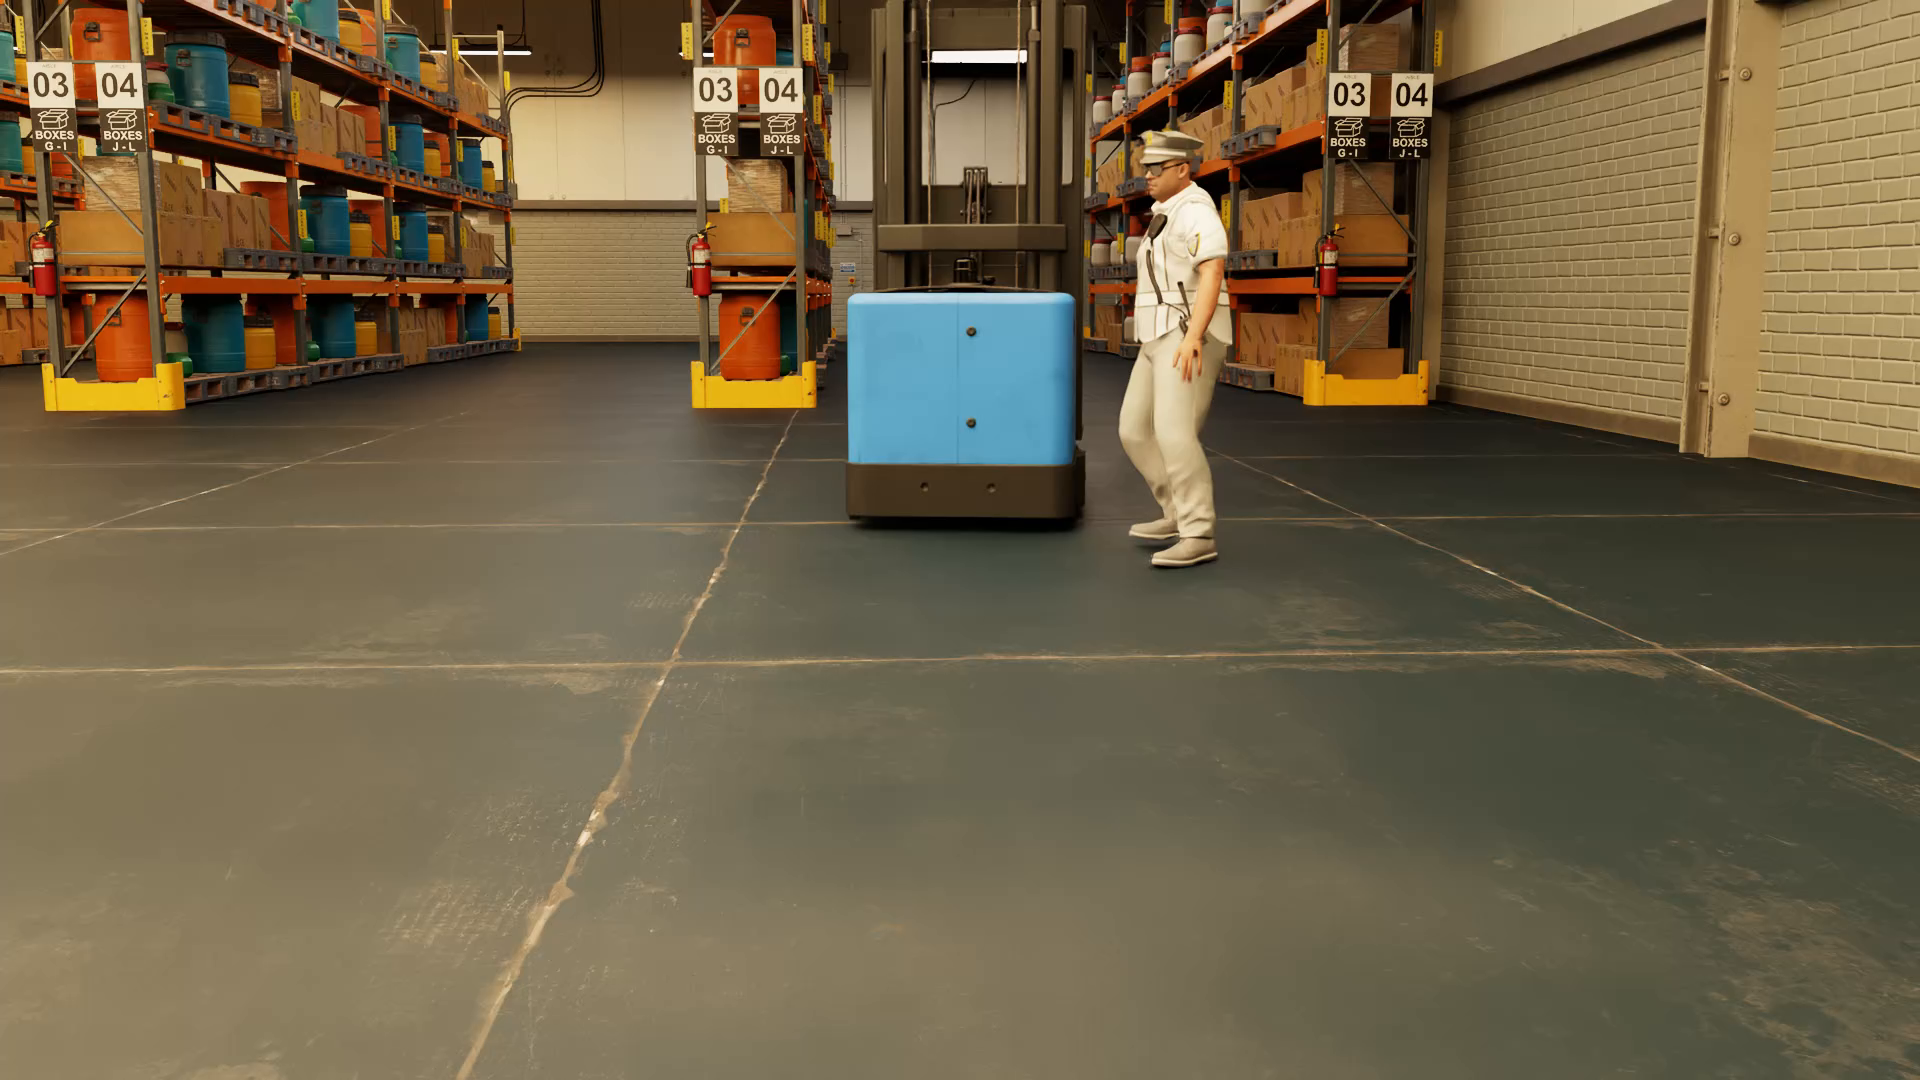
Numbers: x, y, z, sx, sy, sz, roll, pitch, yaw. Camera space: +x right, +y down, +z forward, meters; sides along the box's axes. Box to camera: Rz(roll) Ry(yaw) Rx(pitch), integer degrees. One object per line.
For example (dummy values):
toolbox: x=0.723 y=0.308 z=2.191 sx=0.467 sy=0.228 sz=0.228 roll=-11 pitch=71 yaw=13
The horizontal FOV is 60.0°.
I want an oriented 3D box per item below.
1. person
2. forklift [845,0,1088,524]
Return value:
person: x=0.901 y=-0.802 z=6.848 sx=0.417 sy=1.724 sz=0.831 roll=-2 pitch=9 yaw=-10
forklift: x=0.117 y=-1.702 z=8.796 sx=1.130 sy=2.935 sz=3.031 roll=1 pitch=8 yaw=5
